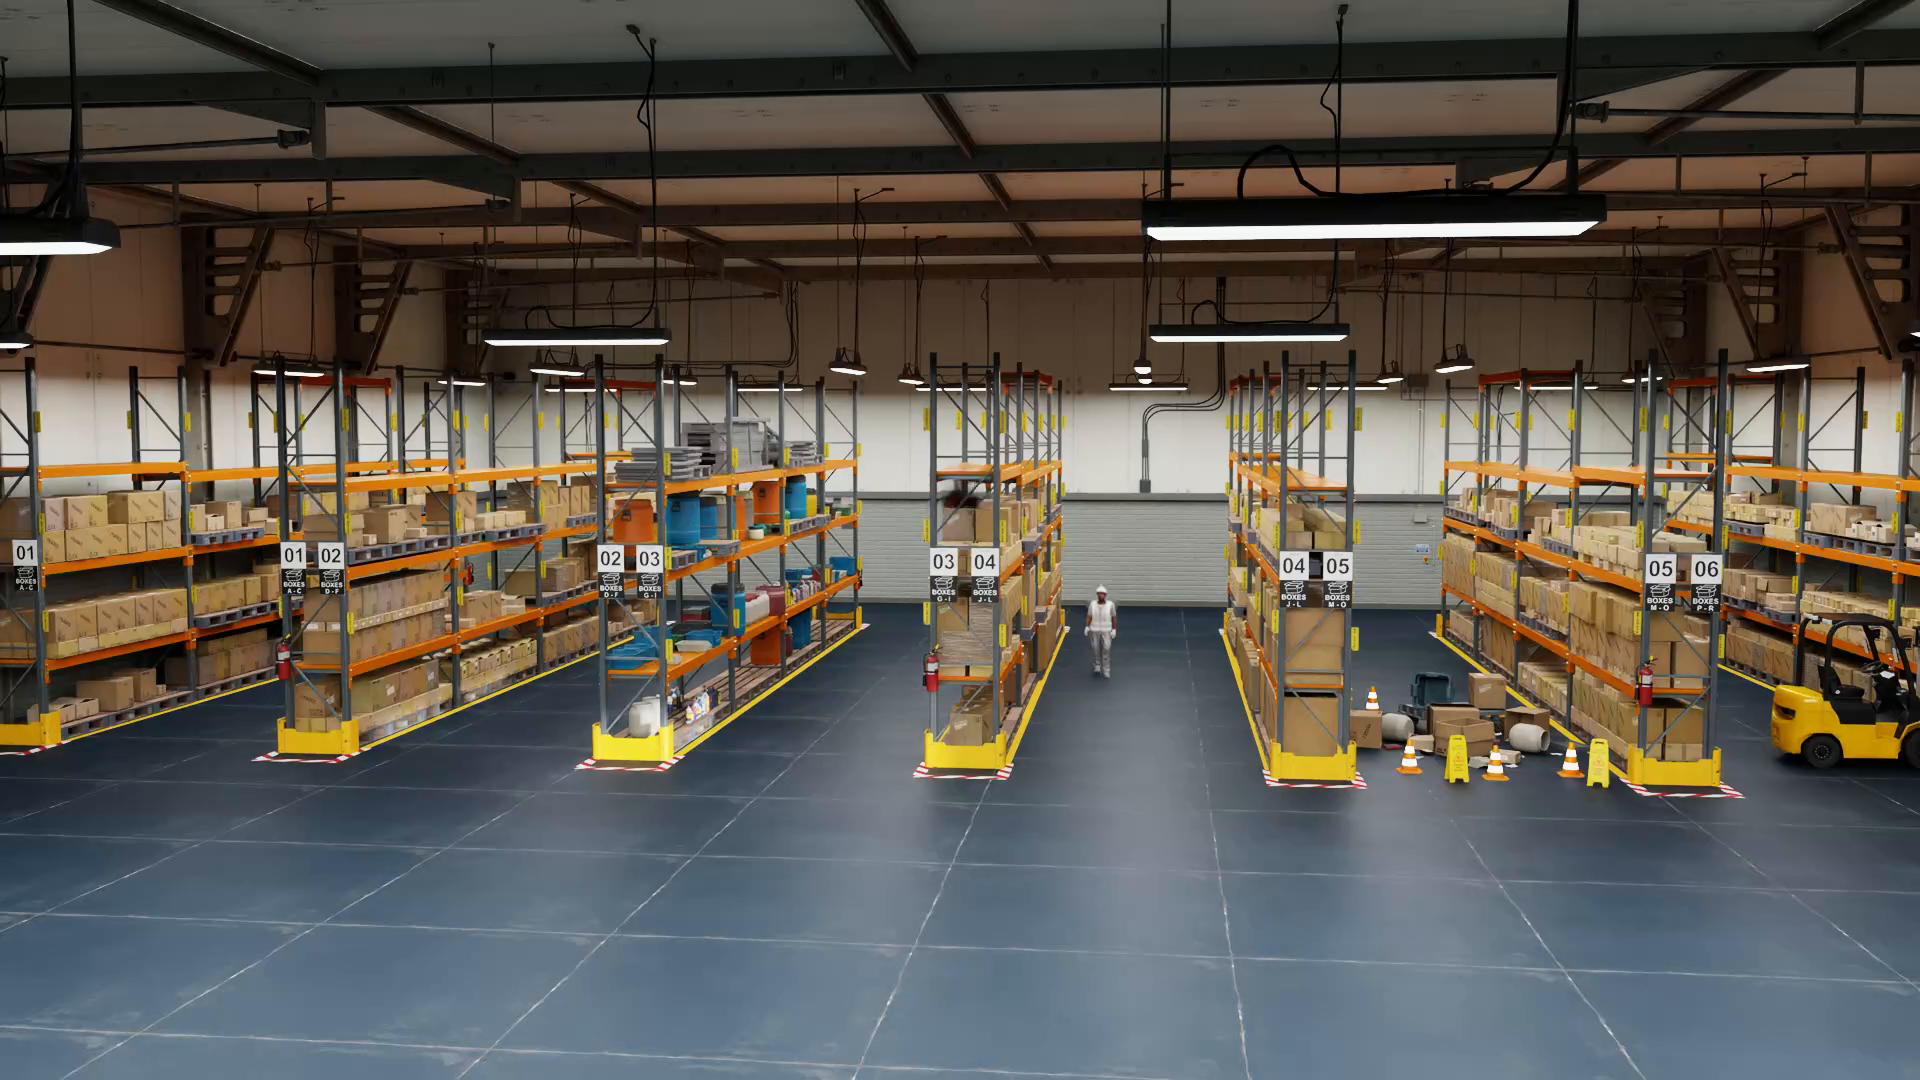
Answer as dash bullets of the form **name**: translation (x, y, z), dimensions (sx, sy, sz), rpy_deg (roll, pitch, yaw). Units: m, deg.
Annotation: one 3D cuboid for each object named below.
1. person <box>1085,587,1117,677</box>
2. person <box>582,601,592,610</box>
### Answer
- **person**: translation (2.776, 1.796, 32.796), dimensions (0.623, 1.739, 0.972), rpy_deg (0, 4, 5)
- **person**: translation (-9.305, 1.161, 41.706), dimensions (0.391, 1.806, 0.604), rpy_deg (1, 4, 17)
